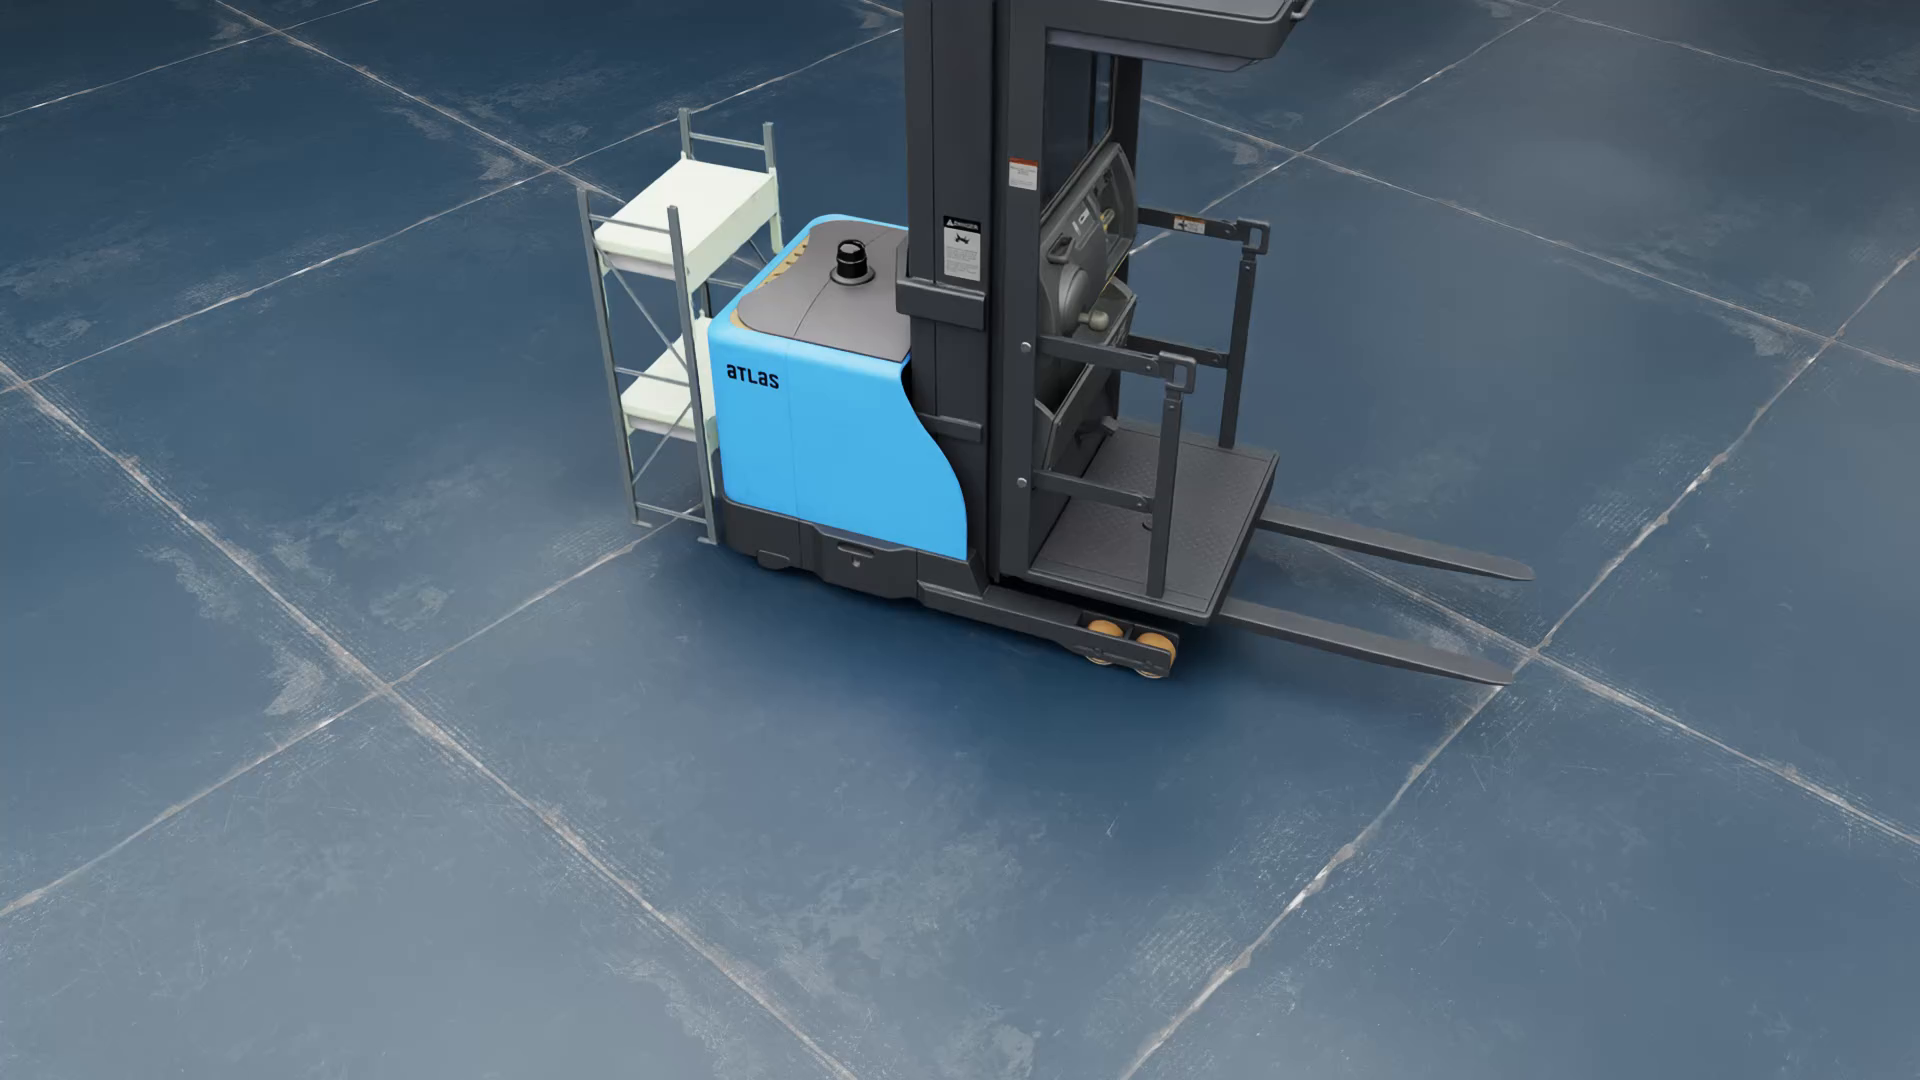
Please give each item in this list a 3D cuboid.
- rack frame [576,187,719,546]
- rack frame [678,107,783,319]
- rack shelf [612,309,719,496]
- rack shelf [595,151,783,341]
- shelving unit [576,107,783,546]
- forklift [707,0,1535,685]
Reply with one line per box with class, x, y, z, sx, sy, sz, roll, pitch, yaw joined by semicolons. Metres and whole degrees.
rack frame;-1.169;-0.616;6.317;0.400;1.500;0.023;14;40;17
rack frame;-0.896;-1.039;6.849;0.400;1.500;0.023;14;40;17
rack shelf;-1.030;-0.572;6.785;0.431;0.370;0.720;14;40;17
rack shelf;-1.035;-1.133;6.341;0.431;0.370;0.720;14;40;17
shelving unit;-1.032;-0.827;6.583;0.431;1.500;0.755;14;40;17
forklift;0.633;-1.017;5.673;3.031;2.935;1.130;14;41;17
